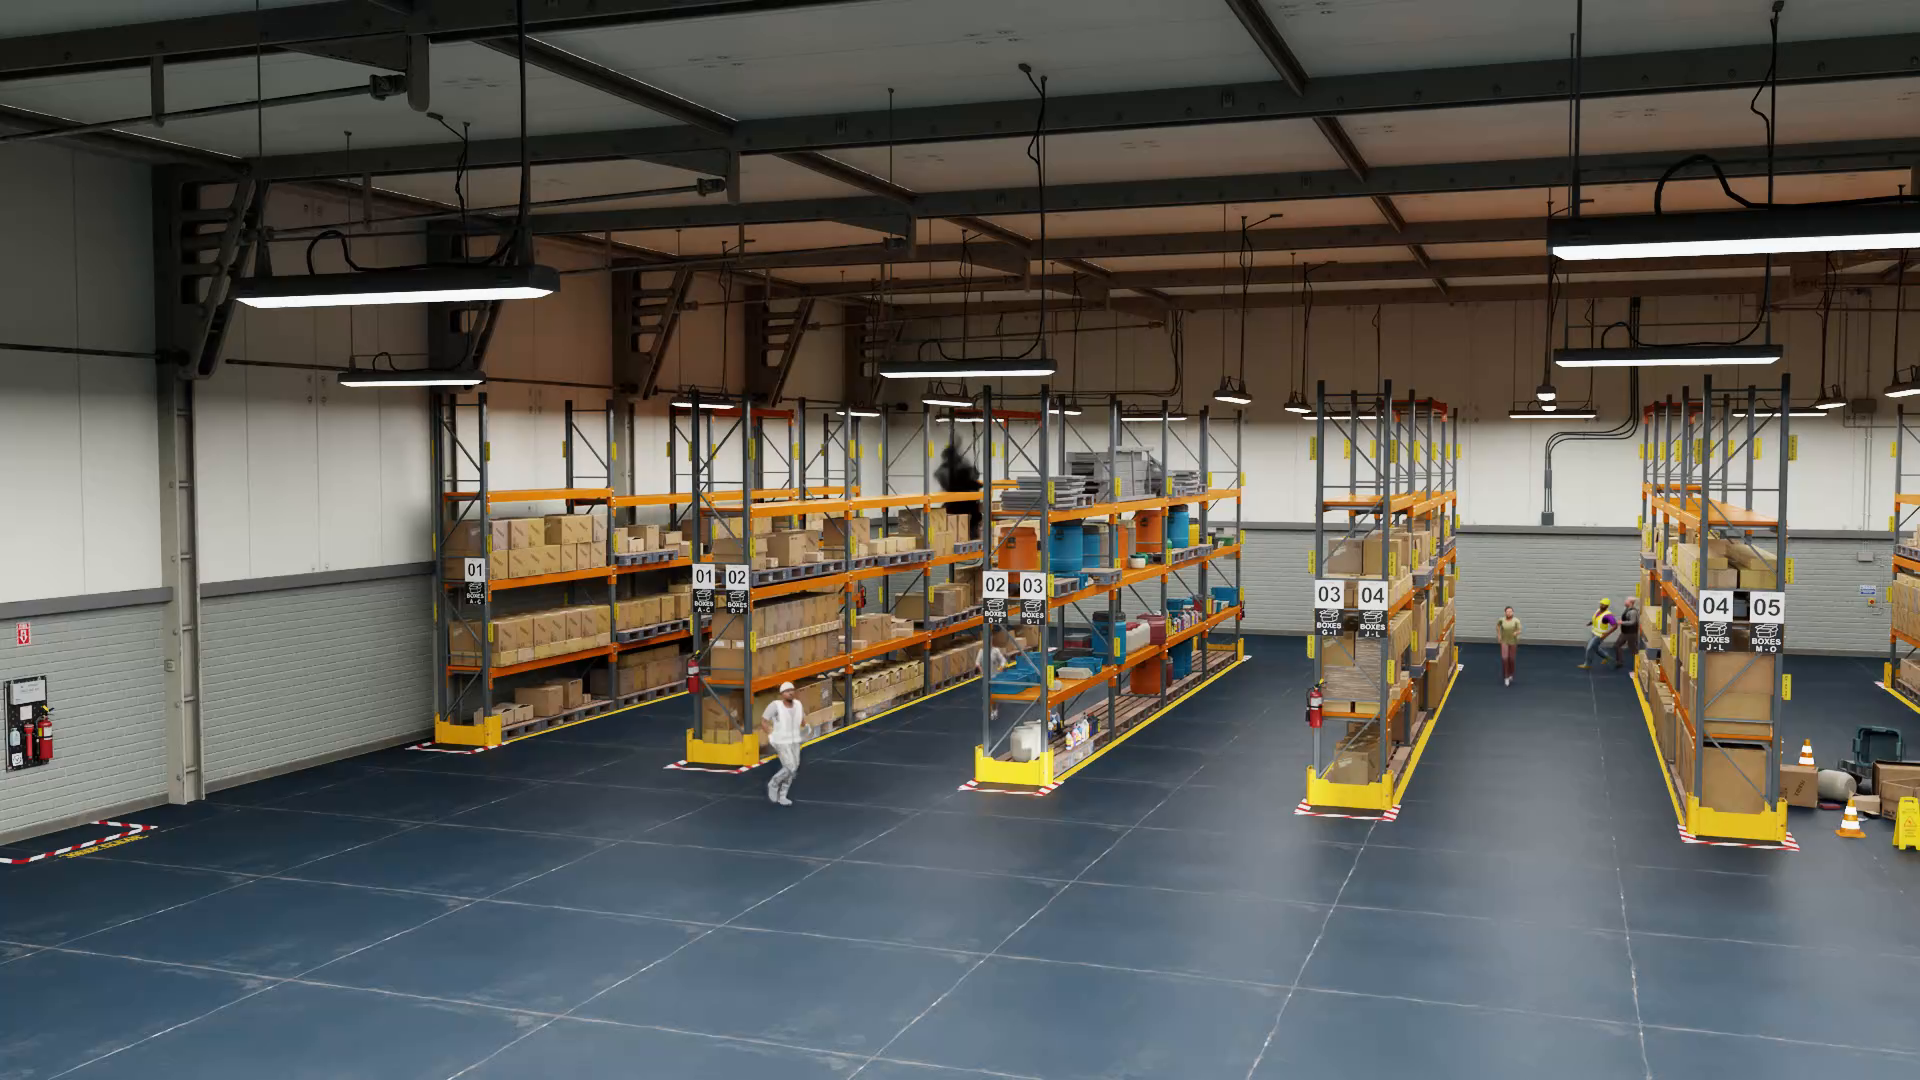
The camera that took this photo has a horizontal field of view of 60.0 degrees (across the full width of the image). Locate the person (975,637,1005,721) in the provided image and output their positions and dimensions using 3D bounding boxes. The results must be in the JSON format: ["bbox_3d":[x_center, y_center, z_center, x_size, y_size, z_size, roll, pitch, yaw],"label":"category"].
[{"bbox_3d":[0.539,2.571,30.866,0.532,1.563,0.627,1,3,15],"label":"person"}]

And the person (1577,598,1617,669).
[{"bbox_3d":[14.659,2.147,37.991,0.806,1.666,0.859,0,3,-8],"label":"person"}]

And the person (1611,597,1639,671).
[{"bbox_3d":[15.239,2.159,37.753,0.749,1.763,0.650,0,3,6],"label":"person"}]

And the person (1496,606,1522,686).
[{"bbox_3d":[11.869,2.267,35.937,0.519,1.708,0.860,1,3,14],"label":"person"}]

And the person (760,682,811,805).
[{"bbox_3d":[-2.399,2.873,23.482,0.662,1.744,0.597,-3,4,-43],"label":"person"}]
